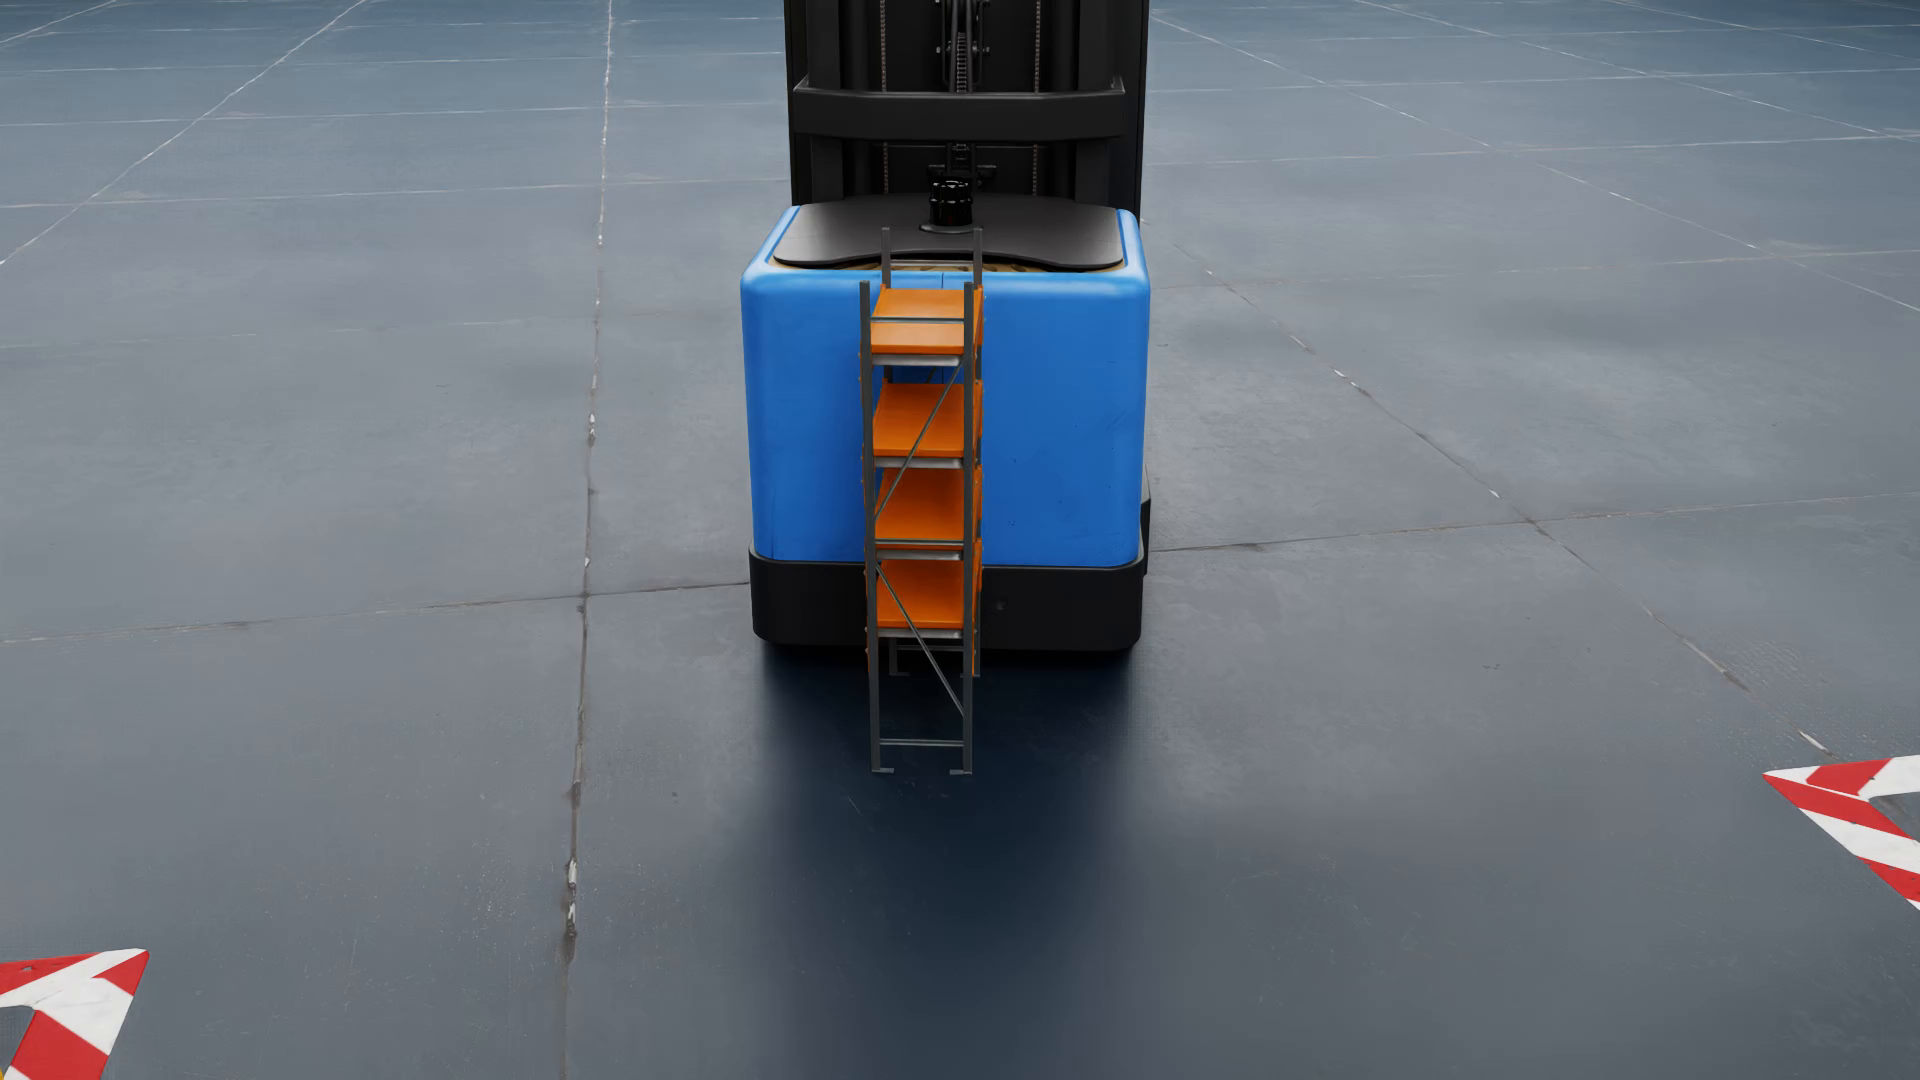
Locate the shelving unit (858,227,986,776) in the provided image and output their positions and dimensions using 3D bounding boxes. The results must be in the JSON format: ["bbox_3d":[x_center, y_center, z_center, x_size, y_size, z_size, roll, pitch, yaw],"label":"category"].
[{"bbox_3d":[-0.079,-0.091,3.958,0.258,1.200,0.503,1,24,3],"label":"shelving unit"}]

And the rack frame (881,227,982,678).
[{"bbox_3d":[-0.067,-0.188,4.182,0.240,1.200,0.015,1,24,3],"label":"rack frame"}]

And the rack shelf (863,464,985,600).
[{"bbox_3d":[-0.079,-0.029,3.985,0.258,0.148,0.480,1,24,3],"label":"rack shelf"}]

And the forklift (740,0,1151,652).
[{"bbox_3d":[0.031,-1.595,5.240,1.130,2.935,3.031,1,24,3],"label":"forklift"}]

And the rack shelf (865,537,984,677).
[{"bbox_3d":[-0.079,0.153,4.065,0.258,0.148,0.480,1,24,3],"label":"rack shelf"}]

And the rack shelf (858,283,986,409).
[{"bbox_3d":[-0.079,-0.451,3.801,0.258,0.148,0.480,1,24,3],"label":"rack shelf"}]

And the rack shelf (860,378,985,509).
[{"bbox_3d":[-0.079,-0.234,3.896,0.258,0.148,0.480,1,24,3],"label":"rack shelf"}]

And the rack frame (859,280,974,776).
[{"bbox_3d":[-0.091,0.007,3.735,0.240,1.200,0.015,1,24,3],"label":"rack frame"}]
